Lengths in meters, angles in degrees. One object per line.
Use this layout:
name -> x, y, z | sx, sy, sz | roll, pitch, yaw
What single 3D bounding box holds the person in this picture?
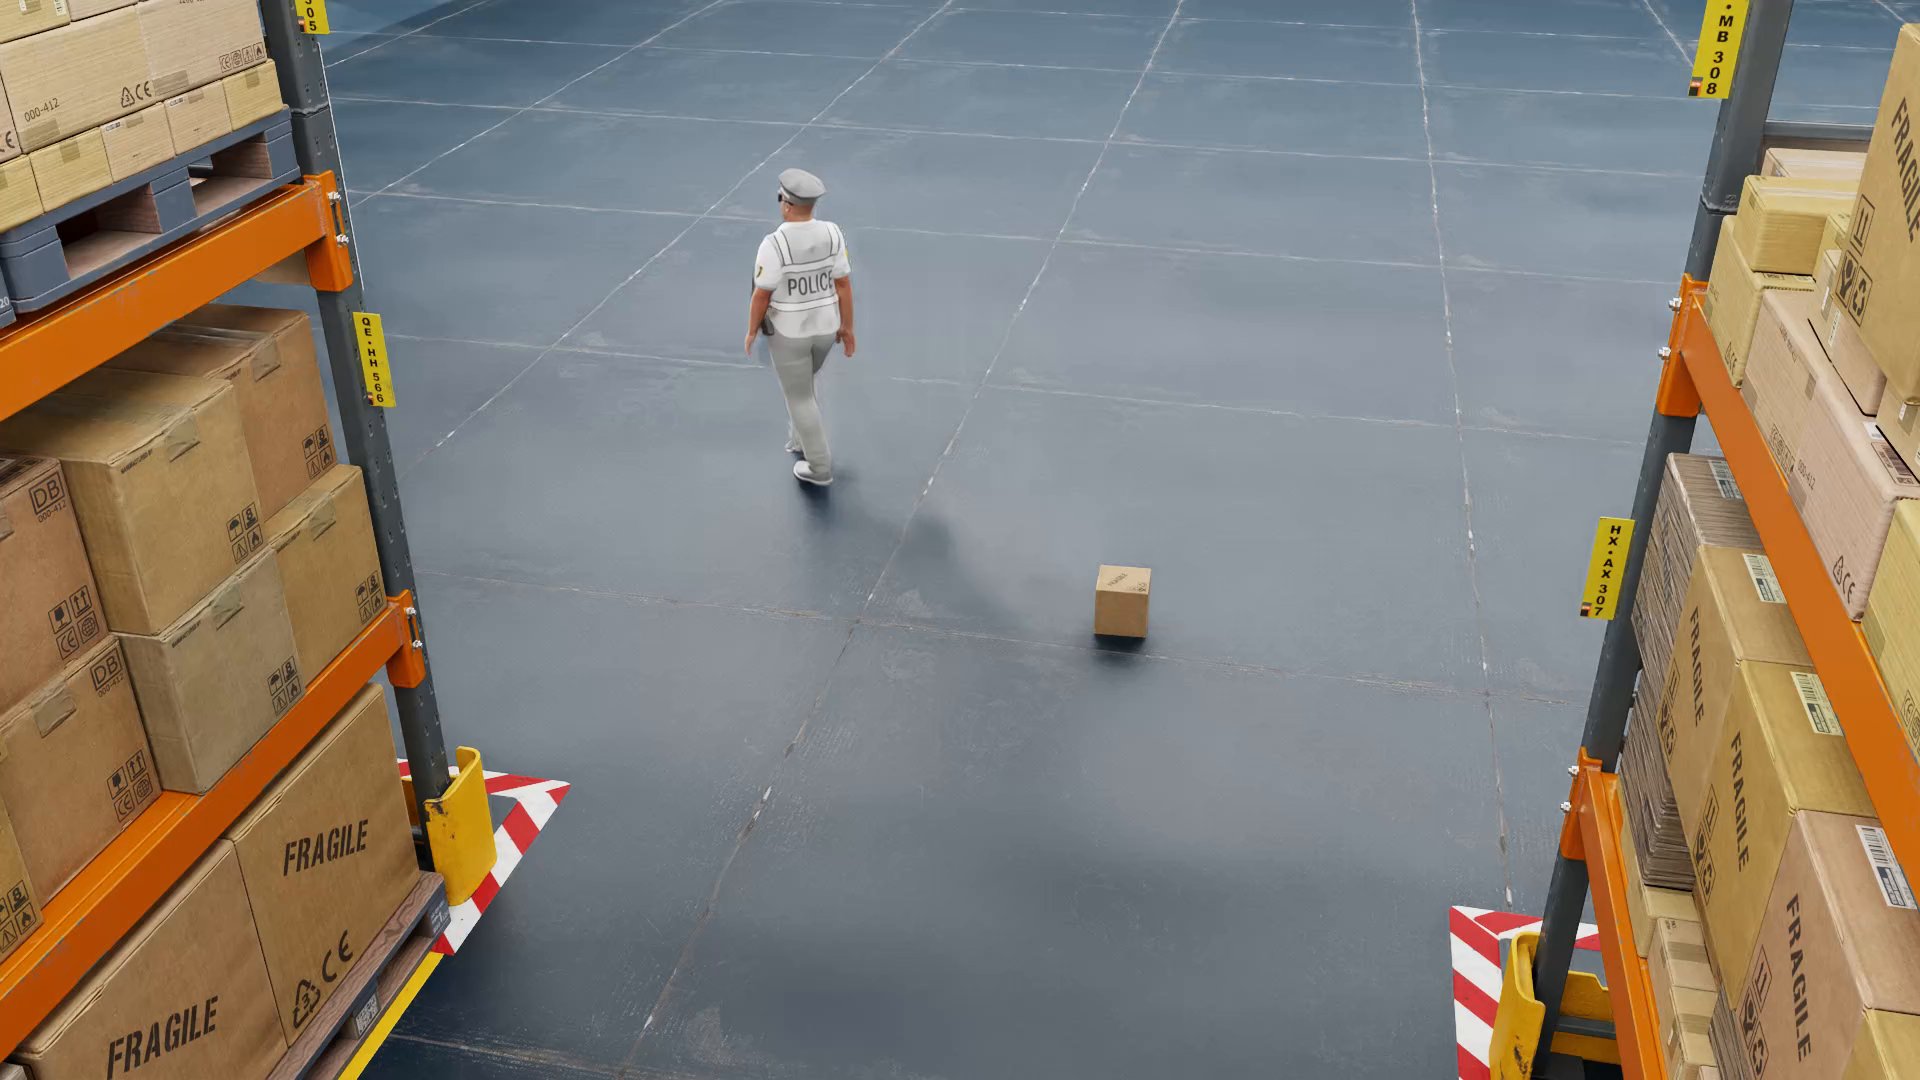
person -> -0.928, -1.167, 9.265 | 0.560, 1.834, 0.717 | -22, 35, -34
